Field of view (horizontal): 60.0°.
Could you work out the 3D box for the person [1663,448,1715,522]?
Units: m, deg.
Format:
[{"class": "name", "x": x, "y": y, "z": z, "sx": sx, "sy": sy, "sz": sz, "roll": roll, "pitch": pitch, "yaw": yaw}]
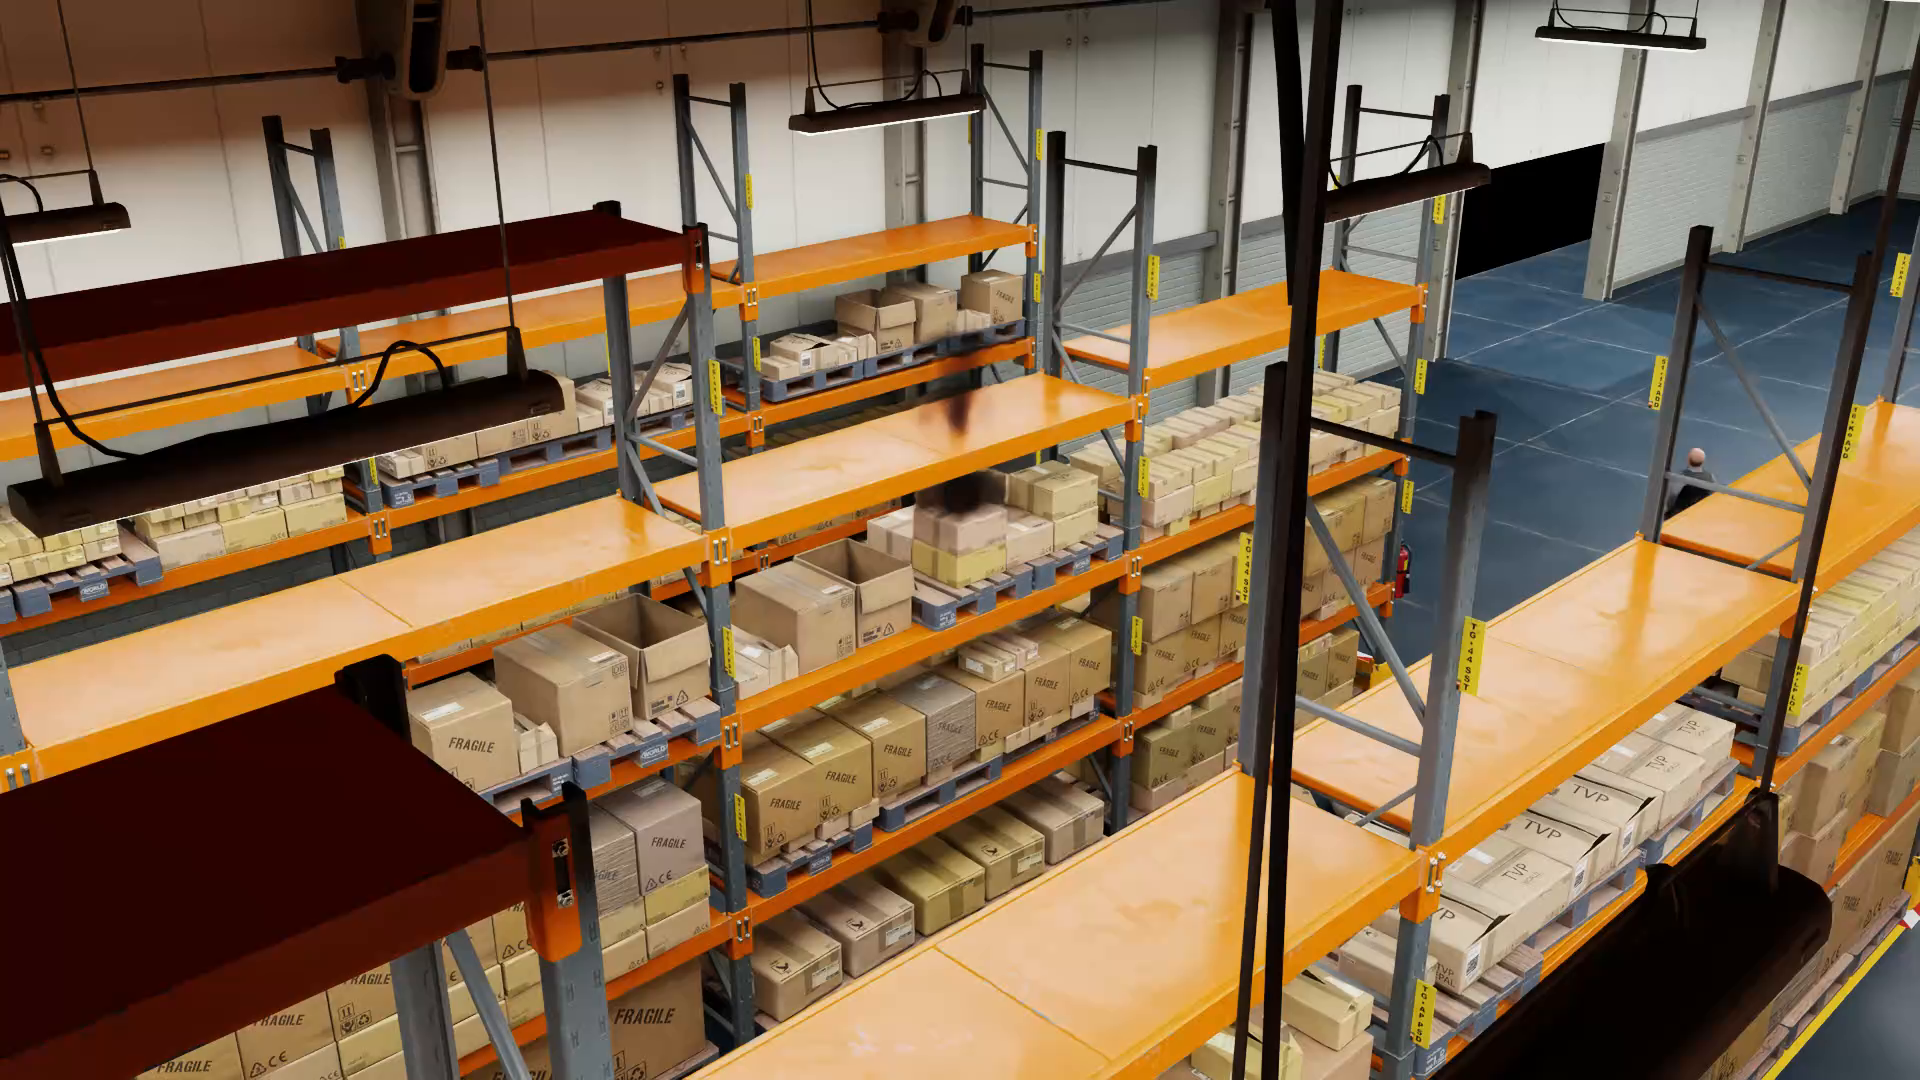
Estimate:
[{"class": "person", "x": 8.322, "y": -0.203, "z": 19.084, "sx": 0.621, "sy": 1.775, "sz": 0.791, "roll": 1, "pitch": 22, "yaw": 3}]
